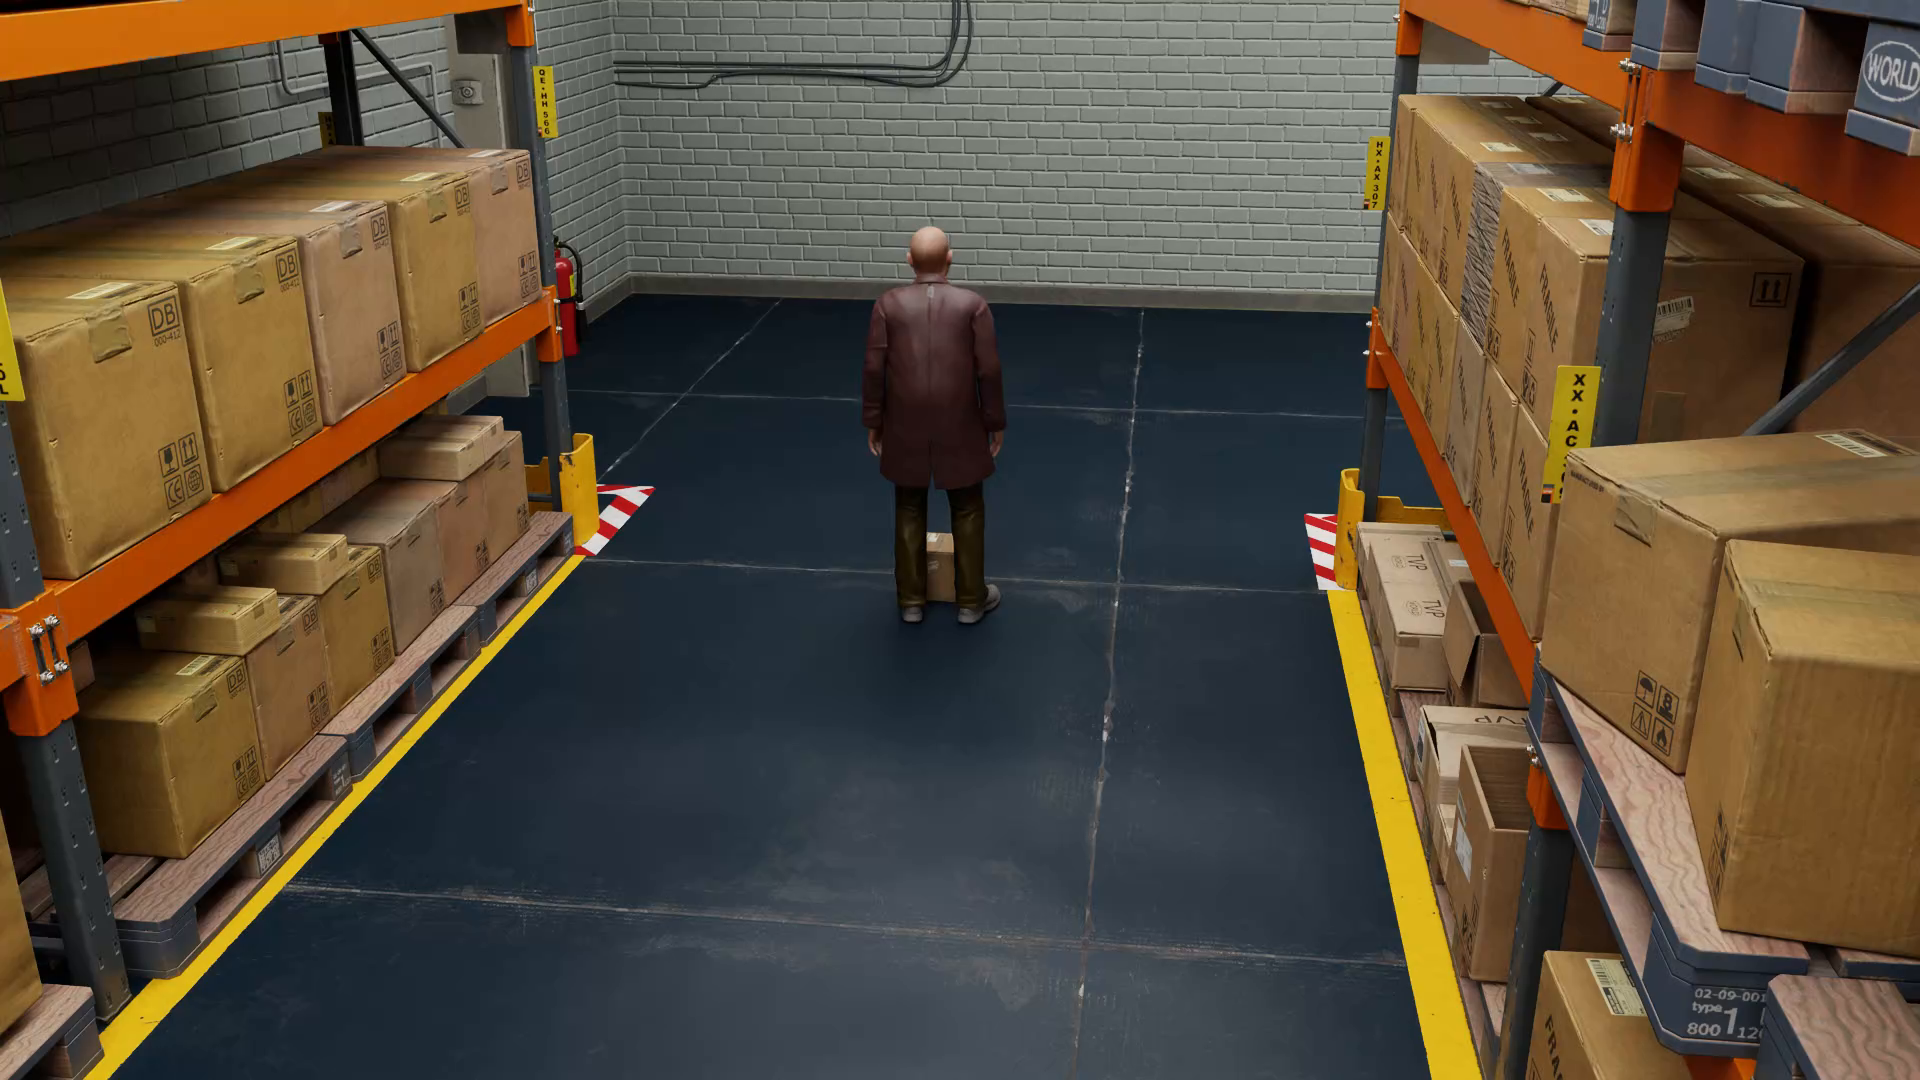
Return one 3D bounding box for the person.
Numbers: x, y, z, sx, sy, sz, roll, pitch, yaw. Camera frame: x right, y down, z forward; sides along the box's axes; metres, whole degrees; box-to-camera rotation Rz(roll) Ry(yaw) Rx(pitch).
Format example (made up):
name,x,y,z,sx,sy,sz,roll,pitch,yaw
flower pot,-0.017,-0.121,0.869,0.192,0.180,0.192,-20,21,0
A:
name,x,y,z,sx,sy,sz,roll,pitch,yaw
person,-0.115,-0.498,7.409,0.652,1.774,0.417,2,21,5
